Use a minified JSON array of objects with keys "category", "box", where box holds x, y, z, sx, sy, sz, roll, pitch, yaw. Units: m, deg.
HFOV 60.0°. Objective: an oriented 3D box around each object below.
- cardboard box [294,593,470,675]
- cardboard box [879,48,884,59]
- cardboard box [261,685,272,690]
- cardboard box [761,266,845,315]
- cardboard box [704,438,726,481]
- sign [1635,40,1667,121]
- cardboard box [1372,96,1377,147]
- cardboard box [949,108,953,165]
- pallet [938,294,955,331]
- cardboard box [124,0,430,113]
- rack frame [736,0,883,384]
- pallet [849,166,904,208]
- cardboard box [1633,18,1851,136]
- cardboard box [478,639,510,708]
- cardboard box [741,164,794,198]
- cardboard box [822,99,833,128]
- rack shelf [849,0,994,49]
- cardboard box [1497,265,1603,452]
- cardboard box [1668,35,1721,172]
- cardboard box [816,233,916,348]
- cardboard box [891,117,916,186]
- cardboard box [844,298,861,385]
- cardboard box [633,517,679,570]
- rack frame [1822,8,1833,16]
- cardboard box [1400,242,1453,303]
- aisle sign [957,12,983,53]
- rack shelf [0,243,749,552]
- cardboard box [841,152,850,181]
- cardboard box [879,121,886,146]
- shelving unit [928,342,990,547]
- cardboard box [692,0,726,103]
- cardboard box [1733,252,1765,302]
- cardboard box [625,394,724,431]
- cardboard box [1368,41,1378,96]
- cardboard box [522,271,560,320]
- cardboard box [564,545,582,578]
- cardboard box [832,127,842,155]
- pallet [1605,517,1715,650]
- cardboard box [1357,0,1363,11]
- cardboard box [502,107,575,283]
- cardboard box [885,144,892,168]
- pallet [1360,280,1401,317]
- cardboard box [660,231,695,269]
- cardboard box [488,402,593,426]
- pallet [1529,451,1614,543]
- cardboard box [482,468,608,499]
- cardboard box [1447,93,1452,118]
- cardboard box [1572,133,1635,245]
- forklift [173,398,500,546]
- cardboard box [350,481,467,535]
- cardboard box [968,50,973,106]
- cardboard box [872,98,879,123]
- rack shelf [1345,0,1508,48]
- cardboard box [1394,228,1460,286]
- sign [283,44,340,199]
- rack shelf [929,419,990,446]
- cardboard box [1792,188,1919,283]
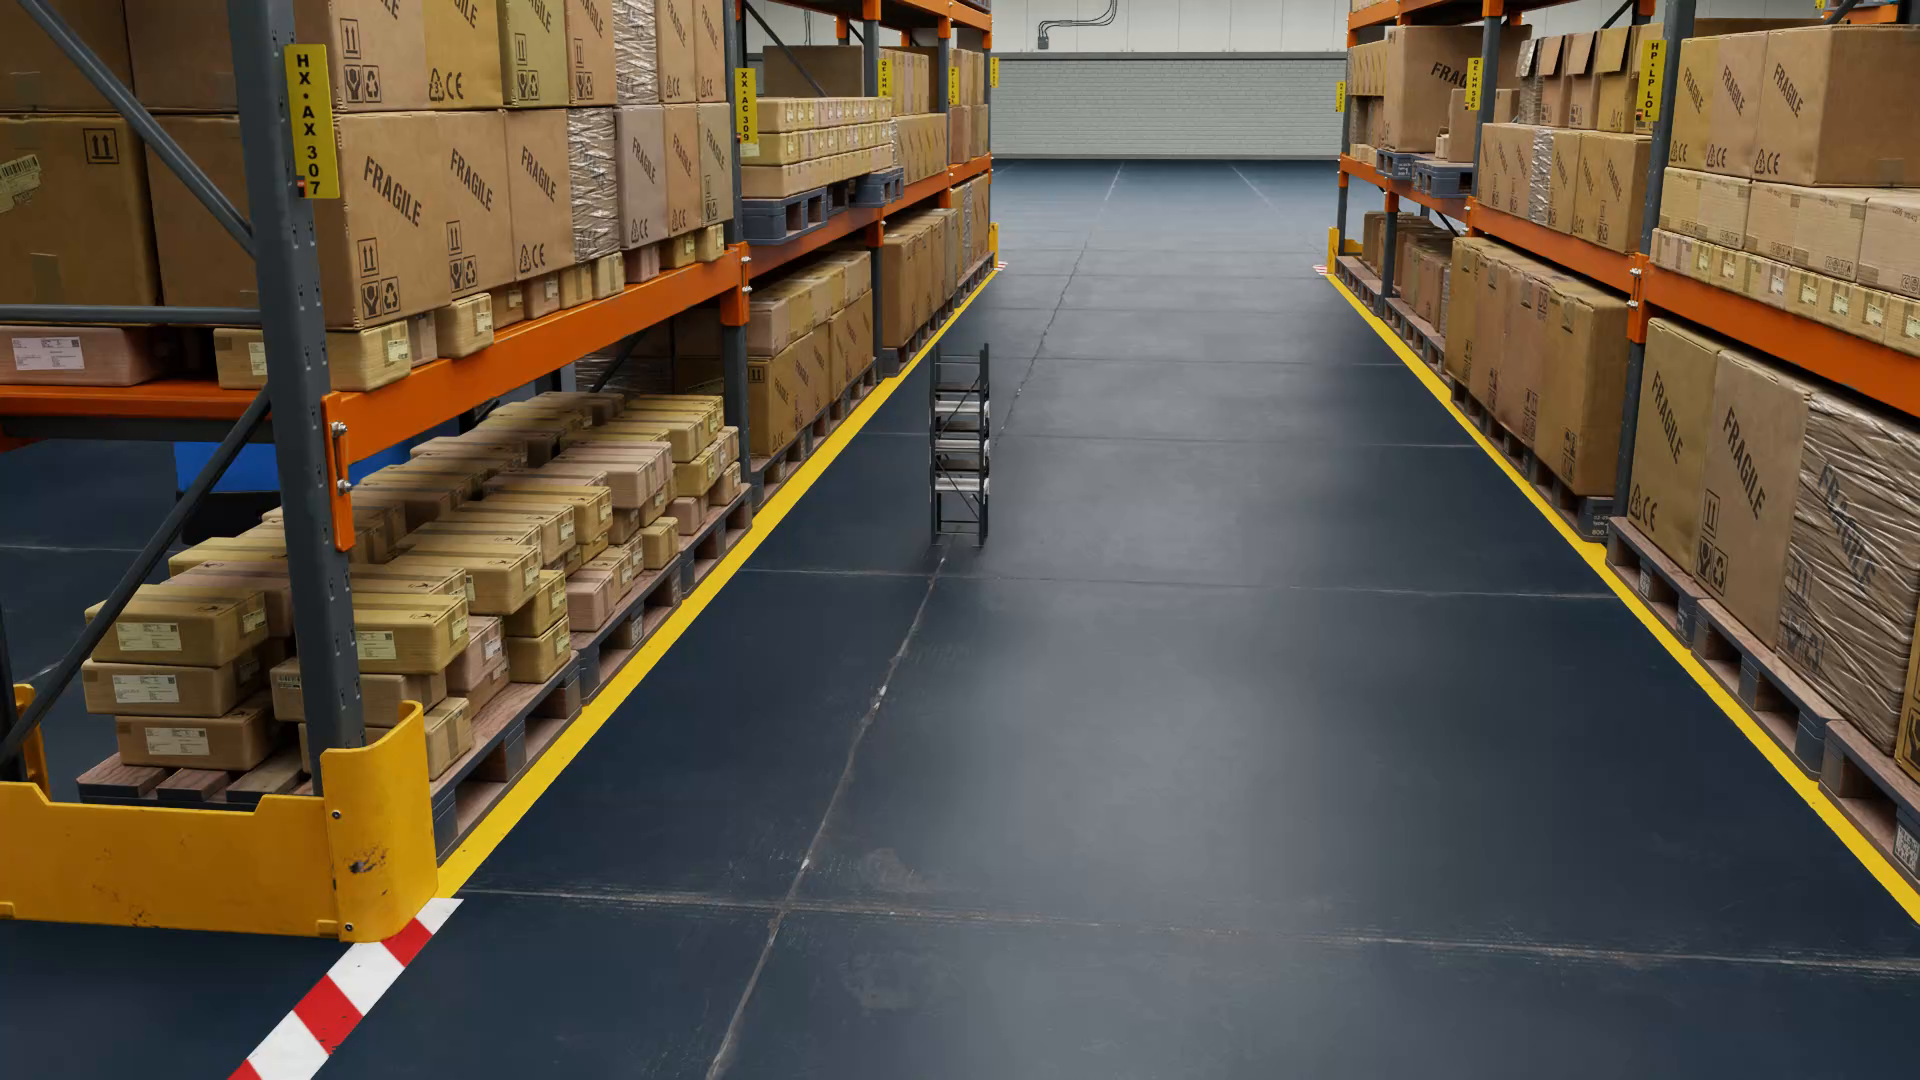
[{"category":"cardboard box","box":[-1.559,0.252,4.502,0.380,0.149,0.250,1,15,4]},{"category":"cardboard box","box":[-0.936,-3.362,12.241,0.700,0.500,0.500,1,15,5]},{"category":"cardboard box","box":[-2.175,0.452,4.900,0.380,0.149,0.250,2,15,8]},{"category":"cardboard box","box":[-0.988,-1.494,9.988,0.500,0.250,0.500,2,15,8]},{"category":"cardboard box","box":[-1.242,-0.355,7.314,0.380,0.149,0.250,1,15,4]},{"category":"sign","box":[2.873,-1.908,6.905,0.100,0.325,0.005,2,15,6]},{"category":"cardboard box","box":[4.573,-4.145,16.484,0.875,0.500,0.500,2,15,6]},{"category":"cardboard box","box":[-0.532,-3.933,16.173,0.875,0.550,0.550,2,15,6]},{"category":"pallet","box":[-0.613,-2.073,14.923,1.003,0.211,1.213,2,15,6]},{"category":"cardboard box","box":[-1.641,-1.292,4.016,0.500,0.500,0.500,2,15,6]},{"category":"rack frame","box":[-1.053,-2.584,11.470,1.000,3.000,0.127,2,15,6]},{"category":"pallet","box":[-1.027,-2.303,10.800,1.213,0.211,1.003,2,15,6]},{"category":"cardboard box","box":[3.477,-2.072,7.466,0.797,0.503,0.637,1,15,5]},{"category":"cardboard box","box":[-1.609,0.403,5.081,0.380,0.149,0.250,2,15,7]},{"category":"cardboard box","box":[-1.002,-1.716,7.939,0.380,0.149,0.250,1,15,4]},{"category":"cardboard box","box":[-0.887,-2.273,8.860,0.380,0.149,0.250,2,15,6]},{"category":"rack shelf","box":[-0.376,-5.241,16.928,1.077,0.370,4.000,2,15,6]},{"category":"cardboard box","box":[3.565,-0.949,8.692,1.225,0.875,0.875,1,15,4]},{"category":"cardboard box","box":[3.105,-1.690,6.448,0.500,0.500,0.500,2,15,6]},{"category":"cardboard box","box":[-0.895,-1.856,12.283,1.050,0.750,0.750,1,15,5]},{"category":"cardboard box","box":[-0.622,-3.003,12.830,0.500,0.500,0.500,2,15,6]},{"category":"cardboard box","box":[-0.929,-1.267,10.584,0.500,0.500,0.500,2,15,9]},{"category":"cardboard box","box":[-1.326,0.007,6.545,0.380,0.149,0.250,2,15,6]},{"category":"rack frame","box":[9.688,-4.340,17.967,1.000,3.000,0.127,2,15,6]},{"category":"cardboard box","box":[4.225,-2.296,14.352,0.700,0.500,0.500,1,15,2]},{"category":"aisle sign","box":[0.156,-5.923,18.840,0.394,0.787,0.004,2,15,6]},{"category":"rack shelf","box":[-1.730,-0.680,5.809,1.077,0.370,4.000,2,15,6]},{"category":"cardboard box","box":[-0.829,-2.120,9.434,0.380,0.149,0.250,1,15,4]},{"category":"cardboard box","box":[-0.684,-2.598,10.630,0.380,0.149,0.250,2,15,8]},{"category":"shelving unit","box":[-0.001,-0.432,7.537,0.258,0.900,0.210,2,15,6]},{"category":"cardboard box","box":[-1.288,-2.091,6.971,0.500,0.500,0.500,1,15,4]},{"category":"cardboard box","box":[2.934,-0.915,5.779,0.380,0.149,0.250,1,15,5]},{"category":"cardboard box","box":[-1.285,-0.560,7.504,0.380,0.149,0.250,2,15,8]},{"category":"cardboard box","box":[4.205,-4.507,15.908,0.500,0.500,0.500,2,15,6]},{"category":"cardboard box","box":[-1.518,-0.801,5.360,0.380,0.149,0.250,1,15,5]},{"category":"cardboard box","box":[-1.553,0.051,5.815,0.380,0.149,0.250,2,15,9]},{"category":"cardboard box","box":[-0.859,-2.200,9.160,0.380,0.149,0.250,1,15,5]},{"category":"pallet","box":[3.249,0.167,6.640,1.003,0.211,1.213,2,15,6]},{"category":"cardboard box","box":[4.404,-5.610,17.205,0.500,0.250,0.500,1,15,5]},{"category":"cardboard box","box":[-1.527,-1.075,5.130,0.500,0.500,0.500,2,15,7]},{"category":"cardboard box","box":[-0.652,-2.524,10.925,0.380,0.149,0.250,2,15,7]},{"category":"pallet","box":[4.356,-2.278,15.682,1.003,0.211,1.213,2,15,6]},{"category":"cardboard box","box":[-1.314,-1.206,6.858,0.380,0.149,0.250,2,15,8]},{"category":"cardboard box","box":[-1.839,-0.507,7.308,0.380,0.149,0.250,2,15,9]},{"category":"pallet","box":[3.425,-0.230,8.109,1.003,0.211,1.213,2,15,6]},{"category":"cardboard box","box":[-1.496,-0.158,6.018,0.380,0.149,0.250,2,15,6]},{"category":"cardboard box","box":[4.212,-3.249,12.929,0.797,0.503,0.637,3,15,12]},{"category":"cardboard box","box":[3.257,-1.680,7.936,0.500,0.500,0.500,2,15,8]},{"category":"forklift","box":[-3.050,-1.723,8.418,1.130,2.935,3.031,-1,15,-5]},{"category":"cardboard box","box":[-1.952,-0.103,5.815,0.380,0.149,0.250,1,15,4]},{"category":"cardboard box","box":[-0.329,-4.729,17.049,0.875,0.550,0.500,2,15,6]},{"category":"cardboard box","box":[-0.712,-2.679,10.359,0.380,0.149,0.250,2,15,8]},{"category":"rack shelf","box":[4.541,-5.068,16.290,1.077,0.370,4.000,2,15,6]},{"category":"cardboard box","box":[4.458,-2.696,15.871,0.500,0.500,0.500,7,17,24]},{"category":"sign","box":[-1.416,-0.911,3.625,0.100,0.325,0.005,2,15,6]},{"category":"rack shelf","box":[-0.001,-0.487,7.522,0.258,0.077,0.200,2,15,6]},{"category":"cardboard box","box":[2.922,-0.940,5.109,0.500,0.250,0.500,2,15,6]}]
